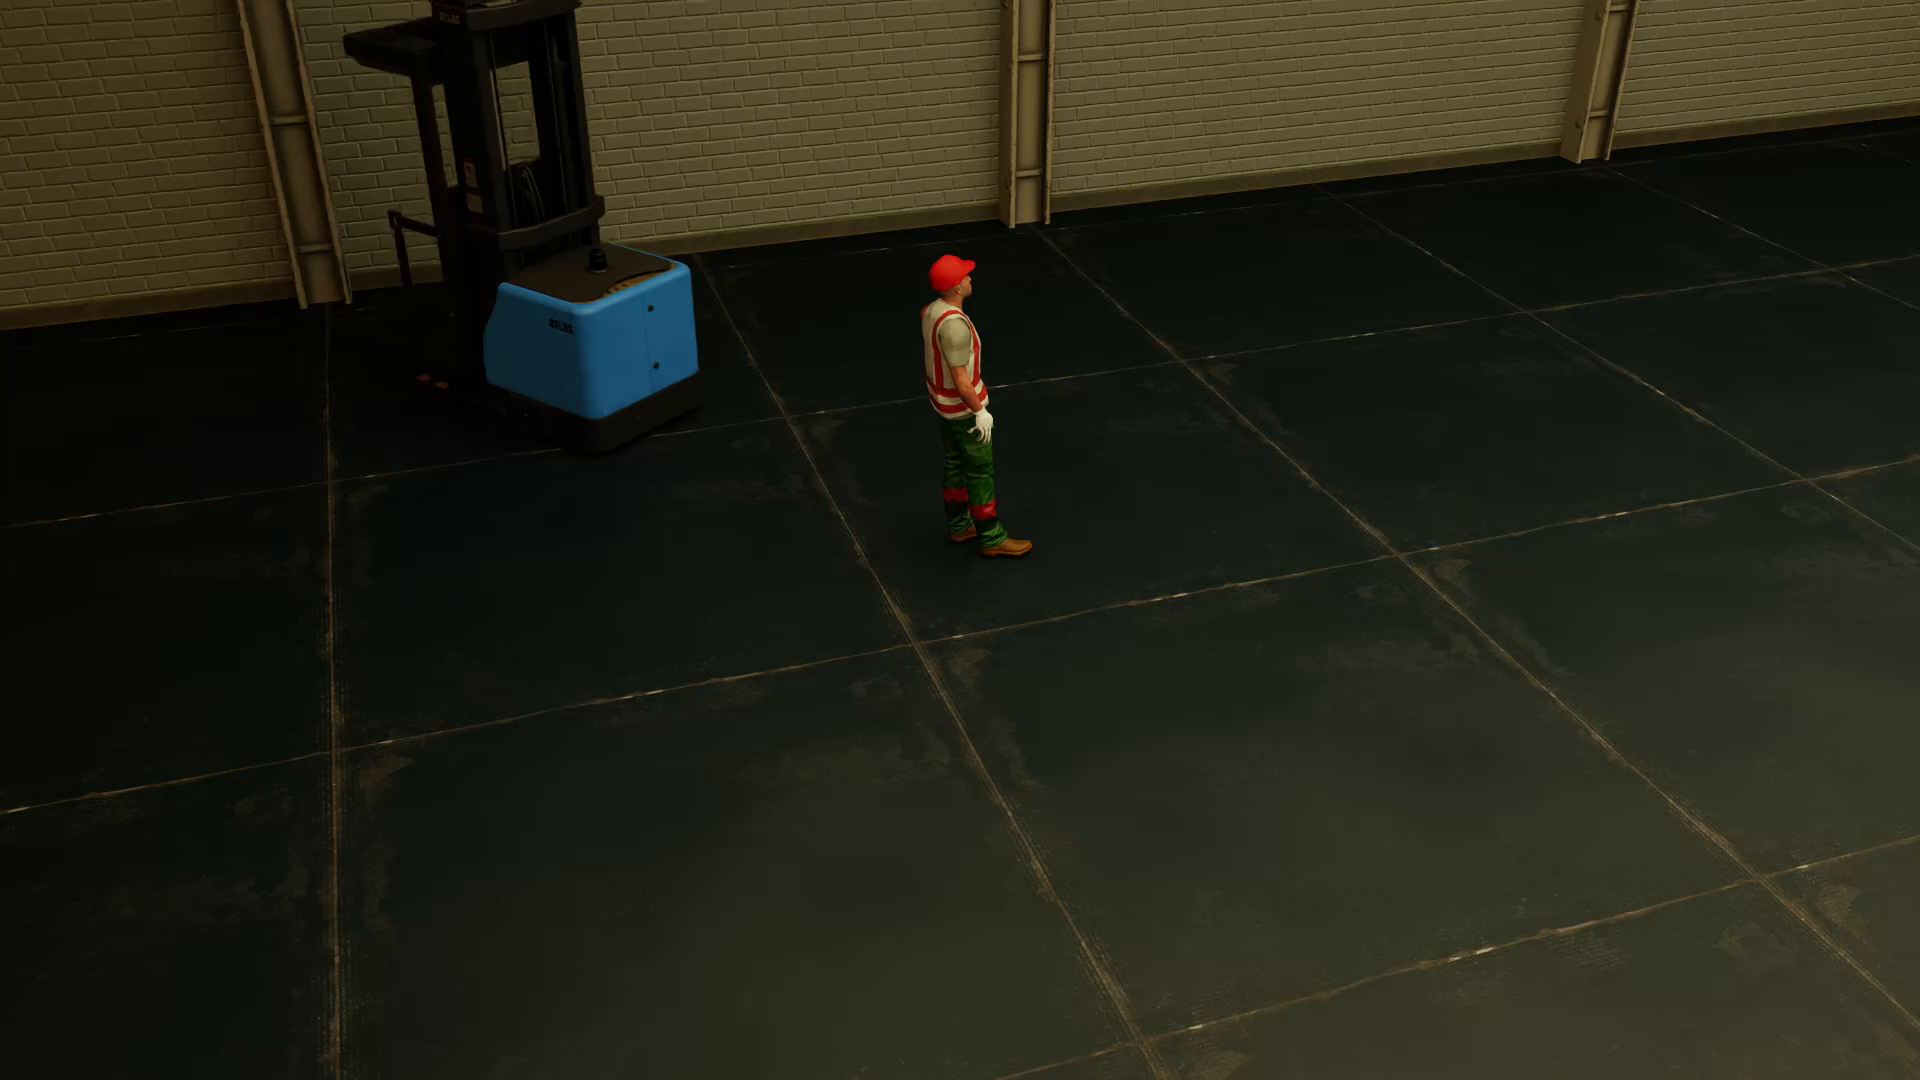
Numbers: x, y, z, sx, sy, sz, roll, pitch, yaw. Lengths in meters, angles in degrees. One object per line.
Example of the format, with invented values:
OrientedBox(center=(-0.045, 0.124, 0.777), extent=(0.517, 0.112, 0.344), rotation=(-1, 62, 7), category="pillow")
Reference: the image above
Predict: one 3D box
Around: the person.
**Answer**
OrientedBox(center=(0.013, -0.779, 9.568), extent=(0.424, 1.687, 0.638), rotation=(-10, 31, -16), category="person")

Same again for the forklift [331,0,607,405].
OrientedBox(center=(-3.272, -2.411, 11.277), extent=(3.031, 2.935, 1.121), rotation=(20, 35, 30), category="forklift")
